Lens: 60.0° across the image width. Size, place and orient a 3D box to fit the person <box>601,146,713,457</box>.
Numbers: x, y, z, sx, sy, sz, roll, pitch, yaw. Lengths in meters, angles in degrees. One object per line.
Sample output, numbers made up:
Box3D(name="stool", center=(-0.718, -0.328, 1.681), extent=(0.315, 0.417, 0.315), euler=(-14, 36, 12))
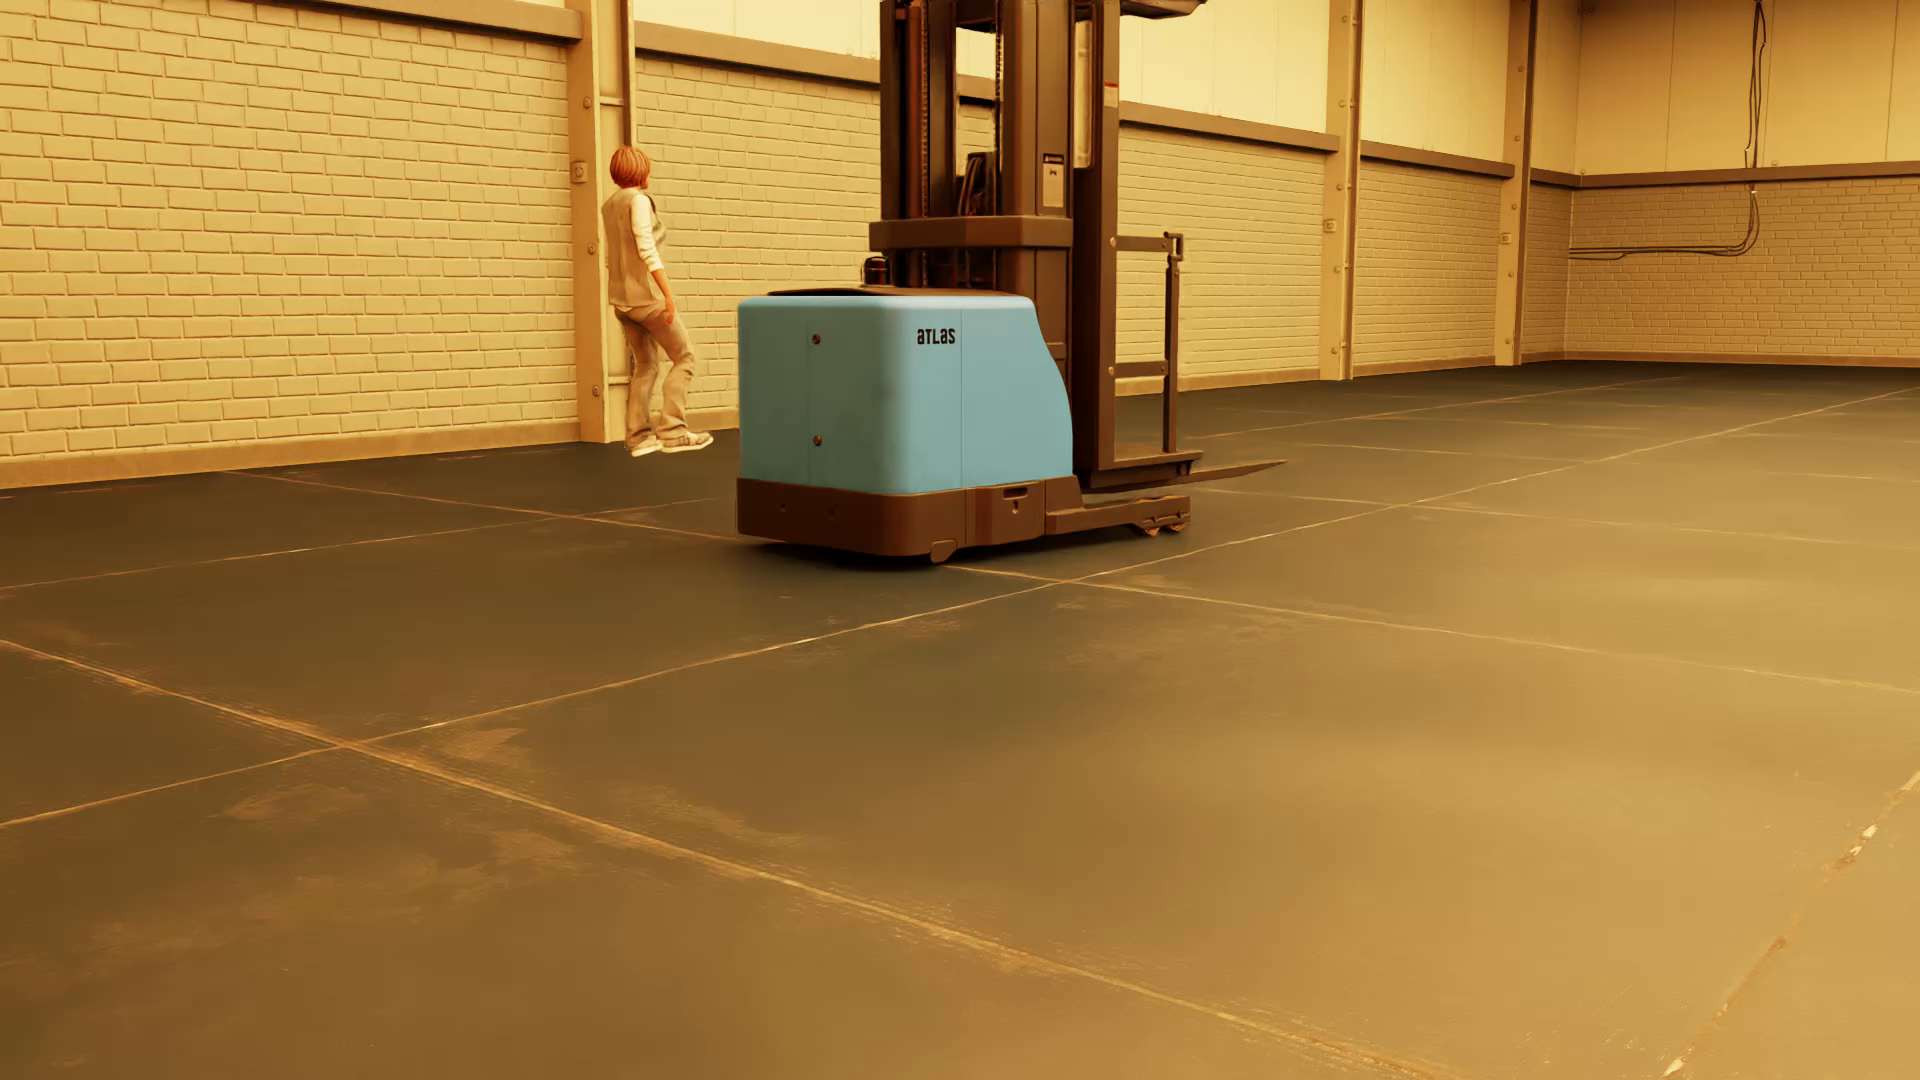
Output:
Box3D(name="person", center=(-1.592, -1.219, 8.571), extent=(0.426, 1.585, 0.517), euler=(-7, 11, -40))

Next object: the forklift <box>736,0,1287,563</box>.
Box3D(name="forklift", center=(0.426, -1.519, 7.661), extent=(1.130, 2.935, 3.031), euler=(8, 11, 43))
